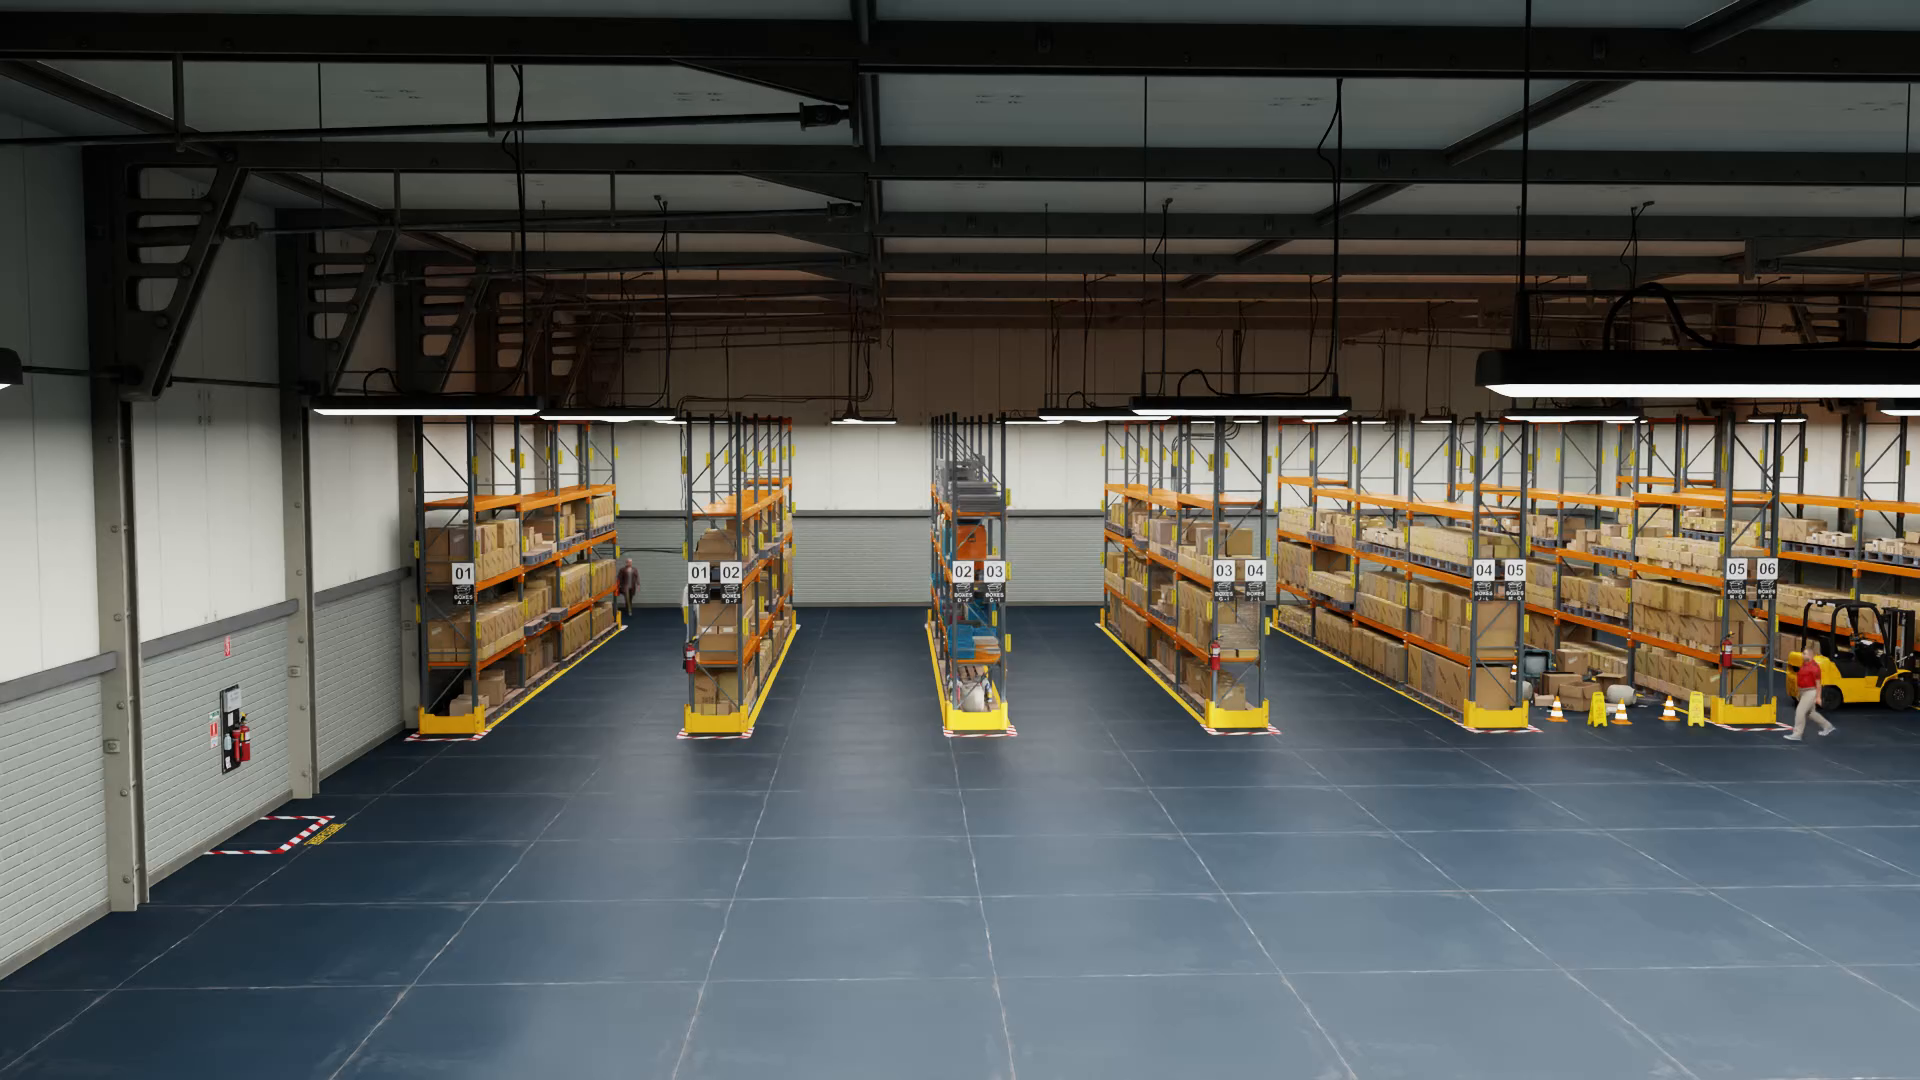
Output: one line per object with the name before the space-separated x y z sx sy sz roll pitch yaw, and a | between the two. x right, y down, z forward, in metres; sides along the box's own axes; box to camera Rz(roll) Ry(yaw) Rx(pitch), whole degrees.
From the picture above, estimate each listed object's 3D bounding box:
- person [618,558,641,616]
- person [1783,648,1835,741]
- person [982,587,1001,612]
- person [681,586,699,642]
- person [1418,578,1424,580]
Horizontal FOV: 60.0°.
person | -10.025 1.408 50.373 0.629 1.708 1.191 -2 4 -28
person | 15.513 2.807 30.311 1.019 1.682 0.538 0 4 0
person | 0.893 1.799 45.240 0.571 1.661 1.075 -1 4 -20
person | -7.093 1.824 44.230 0.664 1.717 1.114 0 4 -7
person | 12.062 1.888 43.569 0.574 1.787 0.421 -2 4 -30
